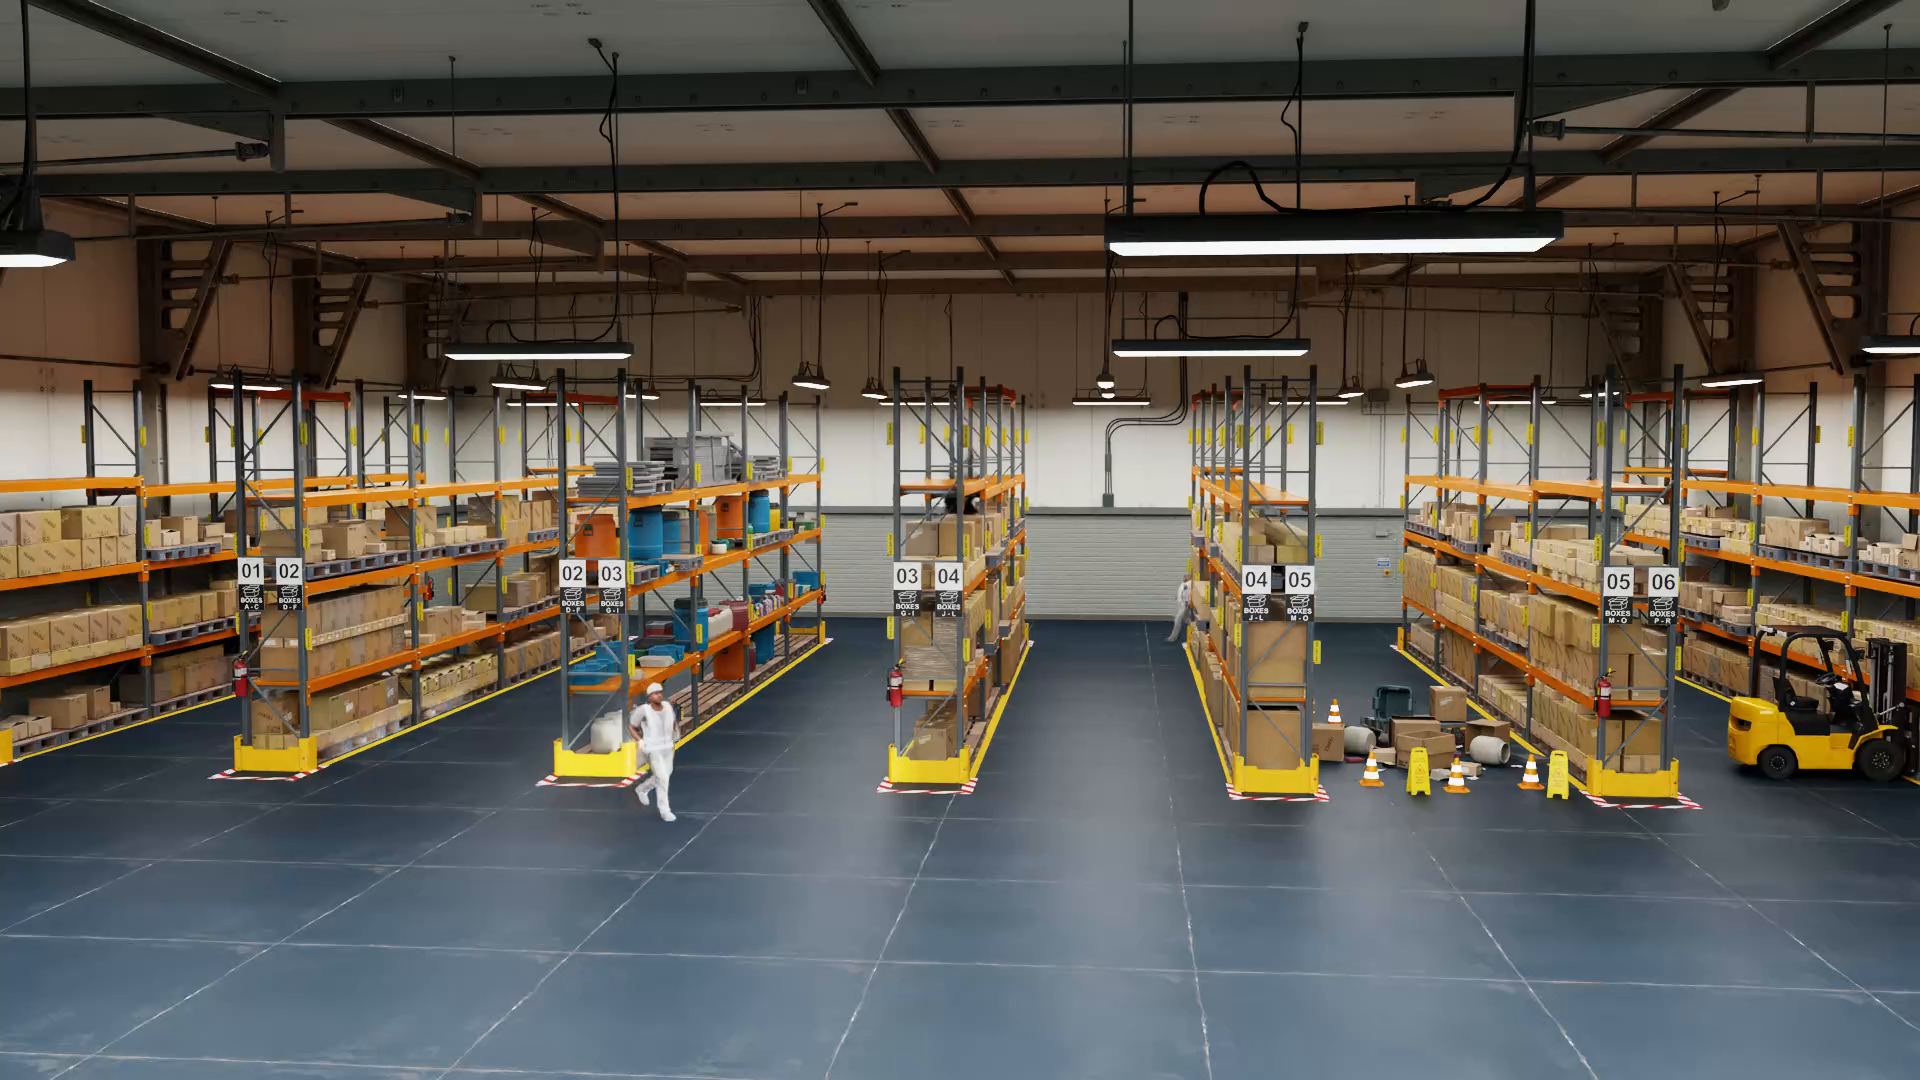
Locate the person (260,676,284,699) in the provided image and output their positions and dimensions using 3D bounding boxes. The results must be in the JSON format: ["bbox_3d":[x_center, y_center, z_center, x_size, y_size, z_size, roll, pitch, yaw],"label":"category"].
[{"bbox_3d":[-11.466,2.465,27.742,0.517,1.630,0.784,0,4,-1],"label":"person"}]

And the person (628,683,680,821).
[{"bbox_3d":[-4.003,2.763,21.895,0.843,1.780,0.654,3,5,43],"label":"person"}]

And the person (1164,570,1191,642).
[{"bbox_3d":[5.482,1.601,40.545,0.970,1.760,0.739,-1,4,-13],"label":"person"}]
